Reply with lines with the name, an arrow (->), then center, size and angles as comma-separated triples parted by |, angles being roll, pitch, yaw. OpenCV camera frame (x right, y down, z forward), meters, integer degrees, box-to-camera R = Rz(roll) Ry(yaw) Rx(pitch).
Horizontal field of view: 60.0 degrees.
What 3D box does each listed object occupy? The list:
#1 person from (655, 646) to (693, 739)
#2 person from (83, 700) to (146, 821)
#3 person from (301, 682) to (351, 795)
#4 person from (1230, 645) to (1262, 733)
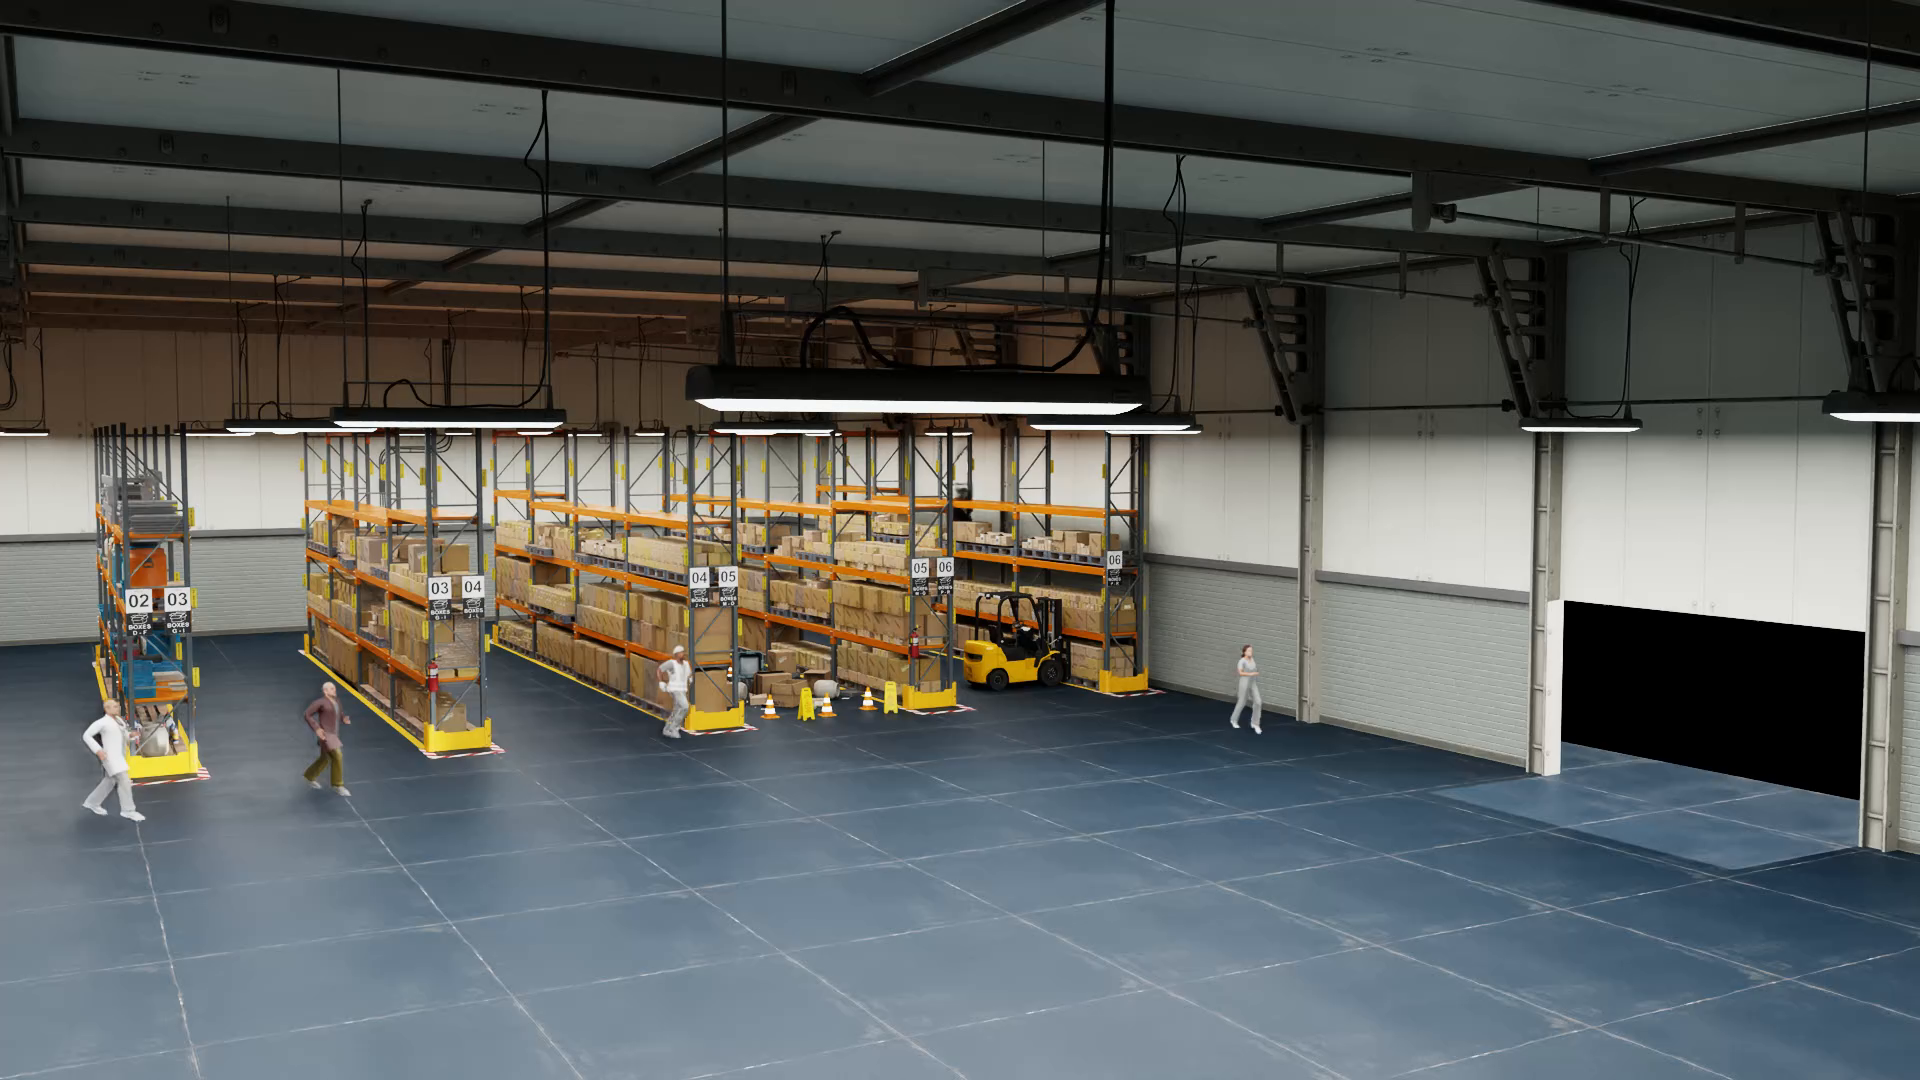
person -> -5.404, 2.913, 31.914 | 0.657, 1.743, 0.703 | 2, 4, 25
person -> -12.713, 3.301, 24.956 | 0.980, 1.811, 0.689 | 0, 3, -3
person -> -10.254, 3.204, 26.882 | 0.888, 1.837, 0.694 | 0, 3, 7
person -> 5.612, 2.916, 32.614 | 0.580, 1.711, 0.775 | -2, 4, -34
